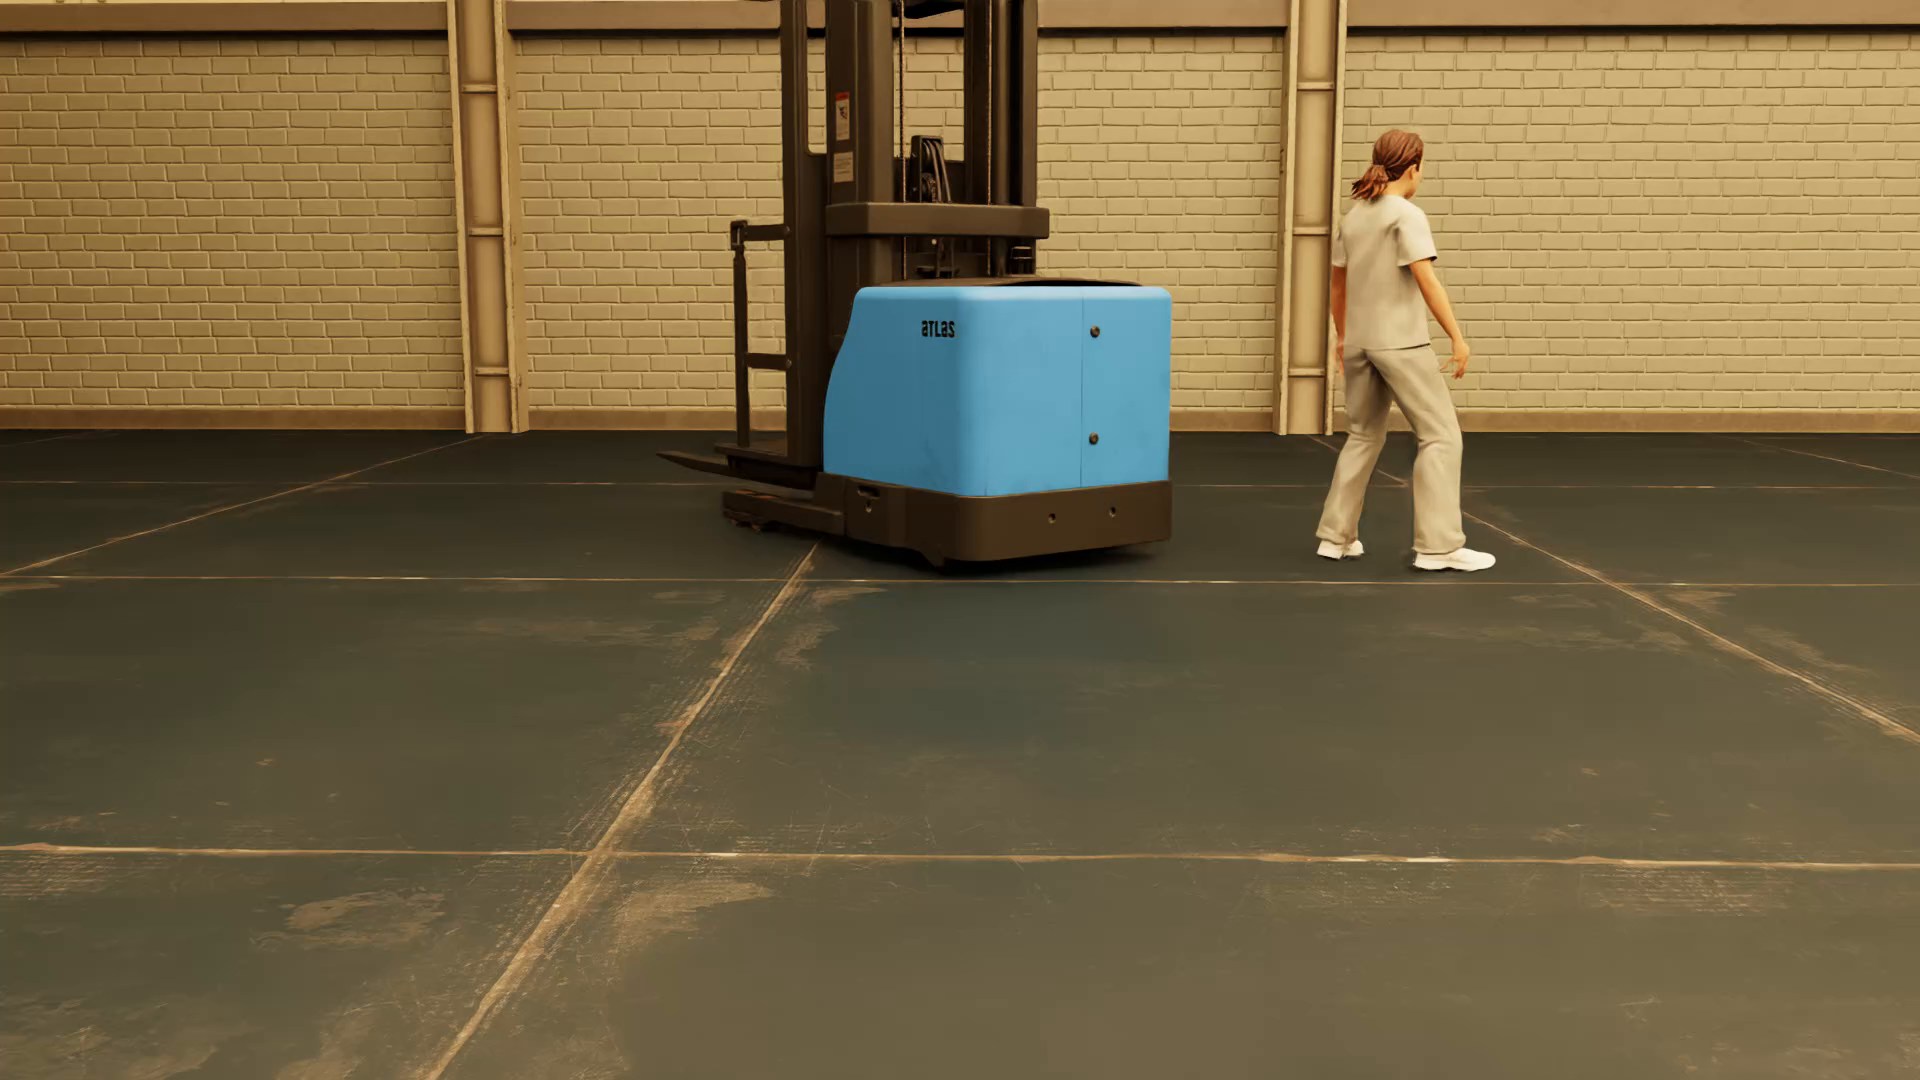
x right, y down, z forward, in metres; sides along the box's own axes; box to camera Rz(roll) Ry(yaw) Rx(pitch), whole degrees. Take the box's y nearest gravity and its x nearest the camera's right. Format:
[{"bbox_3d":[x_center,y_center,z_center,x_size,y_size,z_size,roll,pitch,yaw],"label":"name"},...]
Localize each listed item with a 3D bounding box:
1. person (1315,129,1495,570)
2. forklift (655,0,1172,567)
[{"bbox_3d":[1.705,-0.726,6.419,0.509,1.670,0.648,-4,10,-27],"label":"person"},{"bbox_3d":[-0.419,-1.523,7.393,1.130,2.935,3.031,-6,11,-35],"label":"forklift"}]
